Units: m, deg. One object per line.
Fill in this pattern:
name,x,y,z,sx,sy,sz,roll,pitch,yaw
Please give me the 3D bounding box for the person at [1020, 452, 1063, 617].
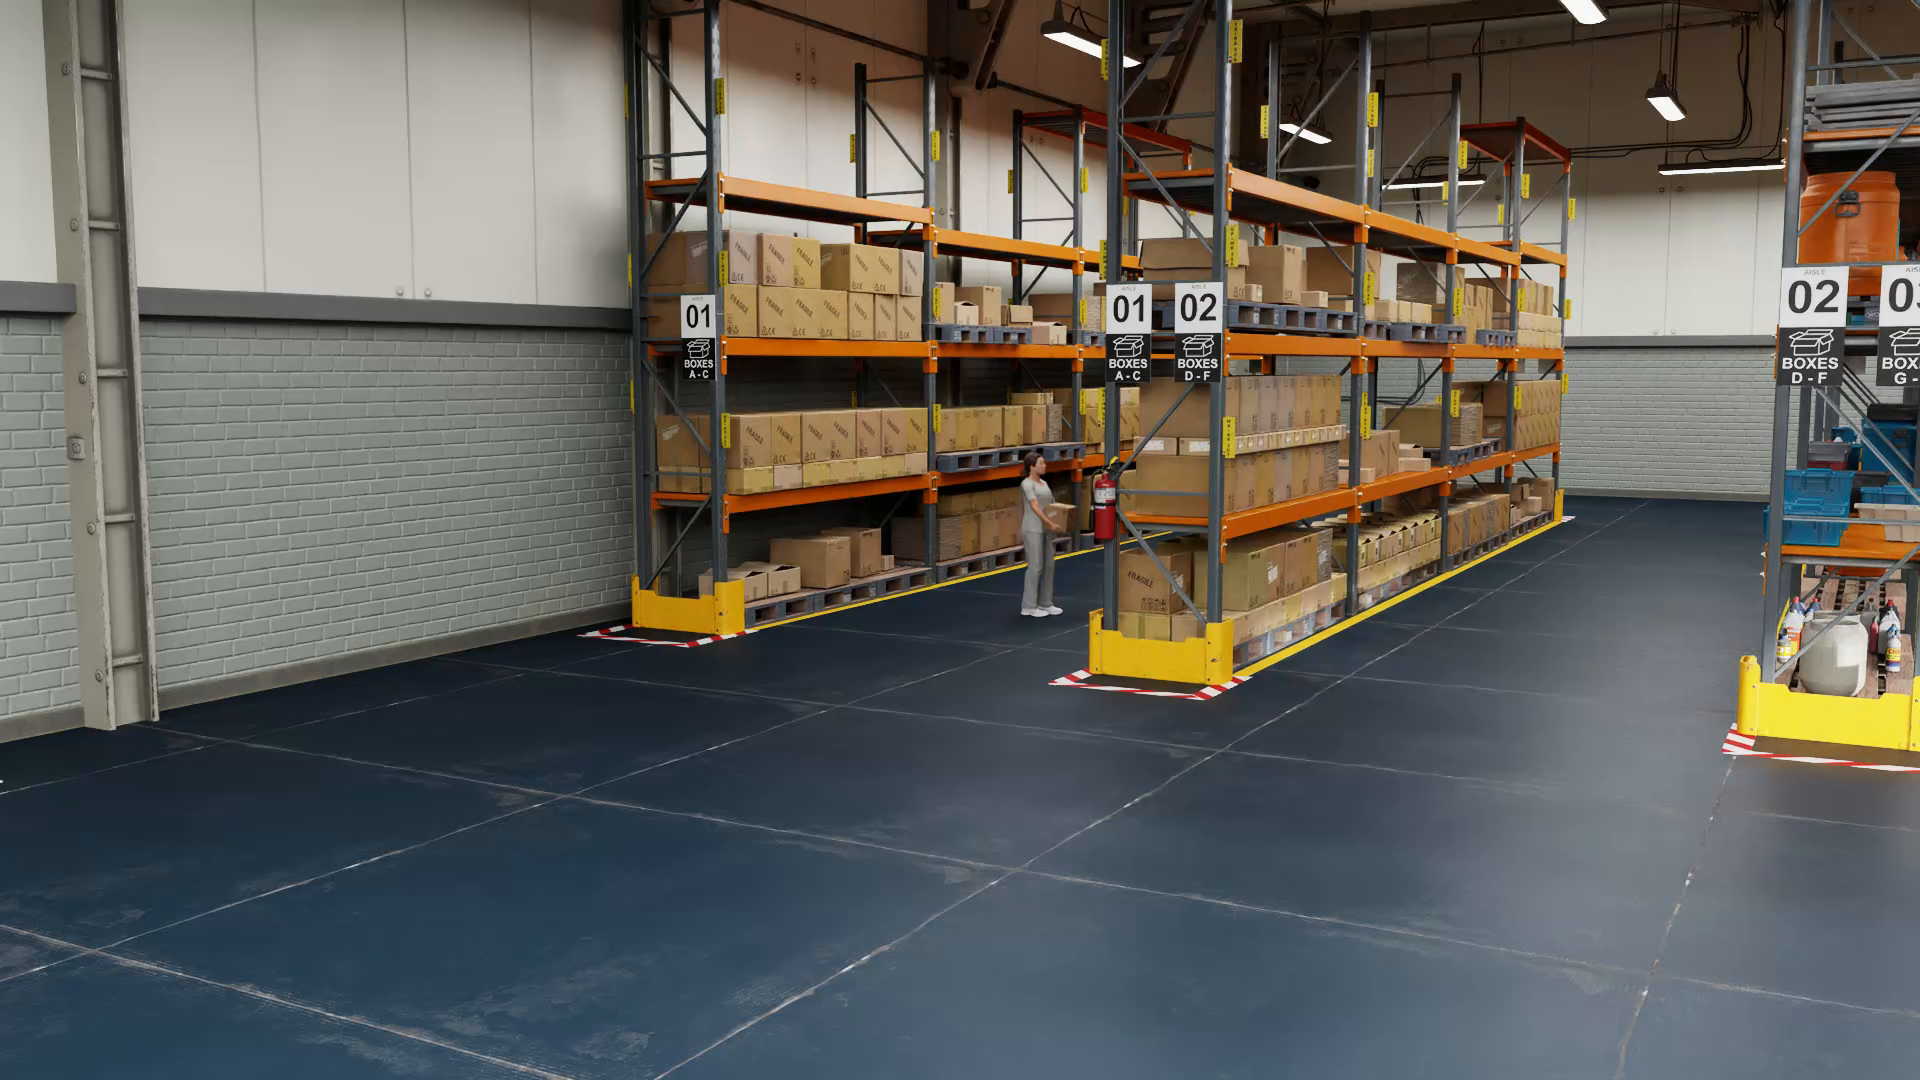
person,0.855,-0.060,16.959,0.548,1.667,0.434,3,7,29
